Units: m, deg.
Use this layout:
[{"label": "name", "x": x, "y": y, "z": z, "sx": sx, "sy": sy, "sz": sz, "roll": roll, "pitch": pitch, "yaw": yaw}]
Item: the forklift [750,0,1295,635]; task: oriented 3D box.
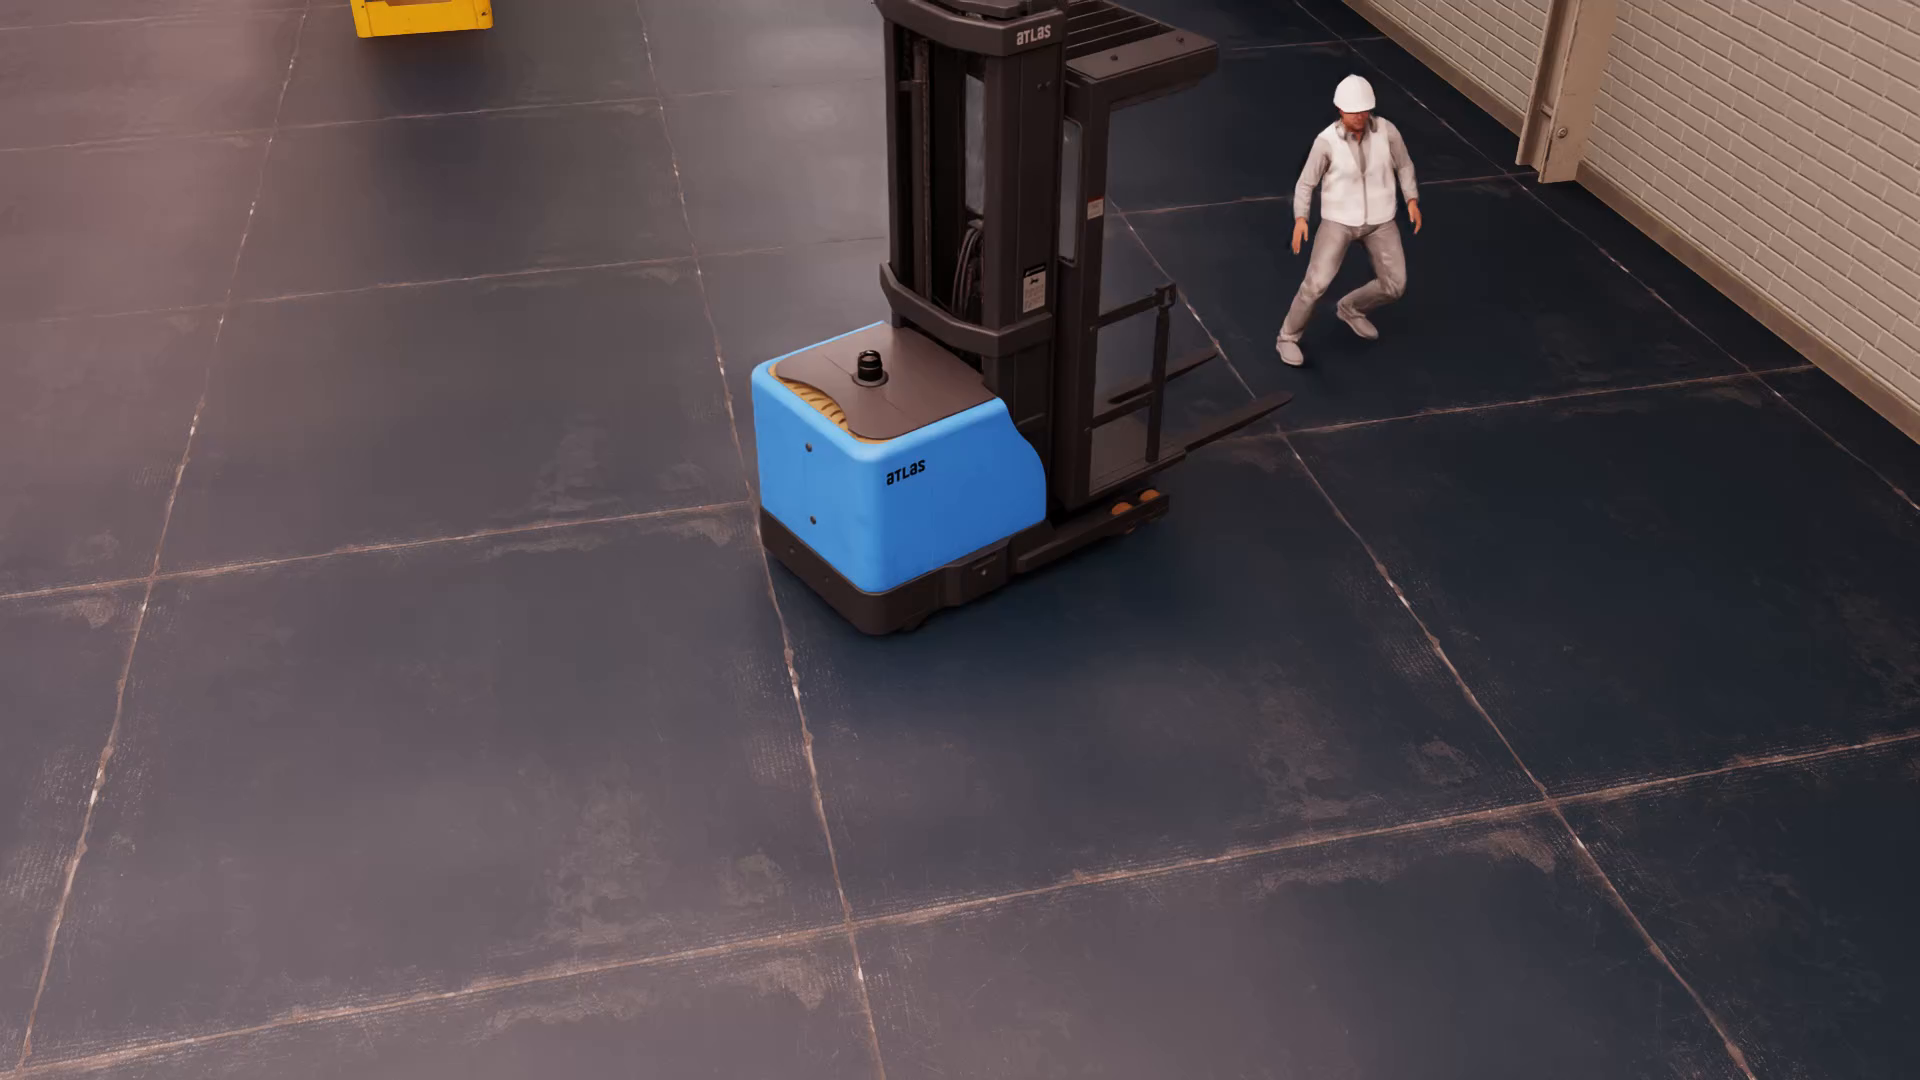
[{"label": "forklift", "x": 0.471, "y": -1.438, "z": 8.049, "sx": 3.031, "sy": 2.935, "sz": 1.130, "roll": -24, "pitch": 42, "yaw": -29}]

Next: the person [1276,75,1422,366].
[{"label": "person", "x": 2.287, "y": -1.881, "z": 9.764, "sx": 0.787, "sy": 1.650, "sz": 0.622, "roll": -2, "pitch": 36, "yaw": -3}]
